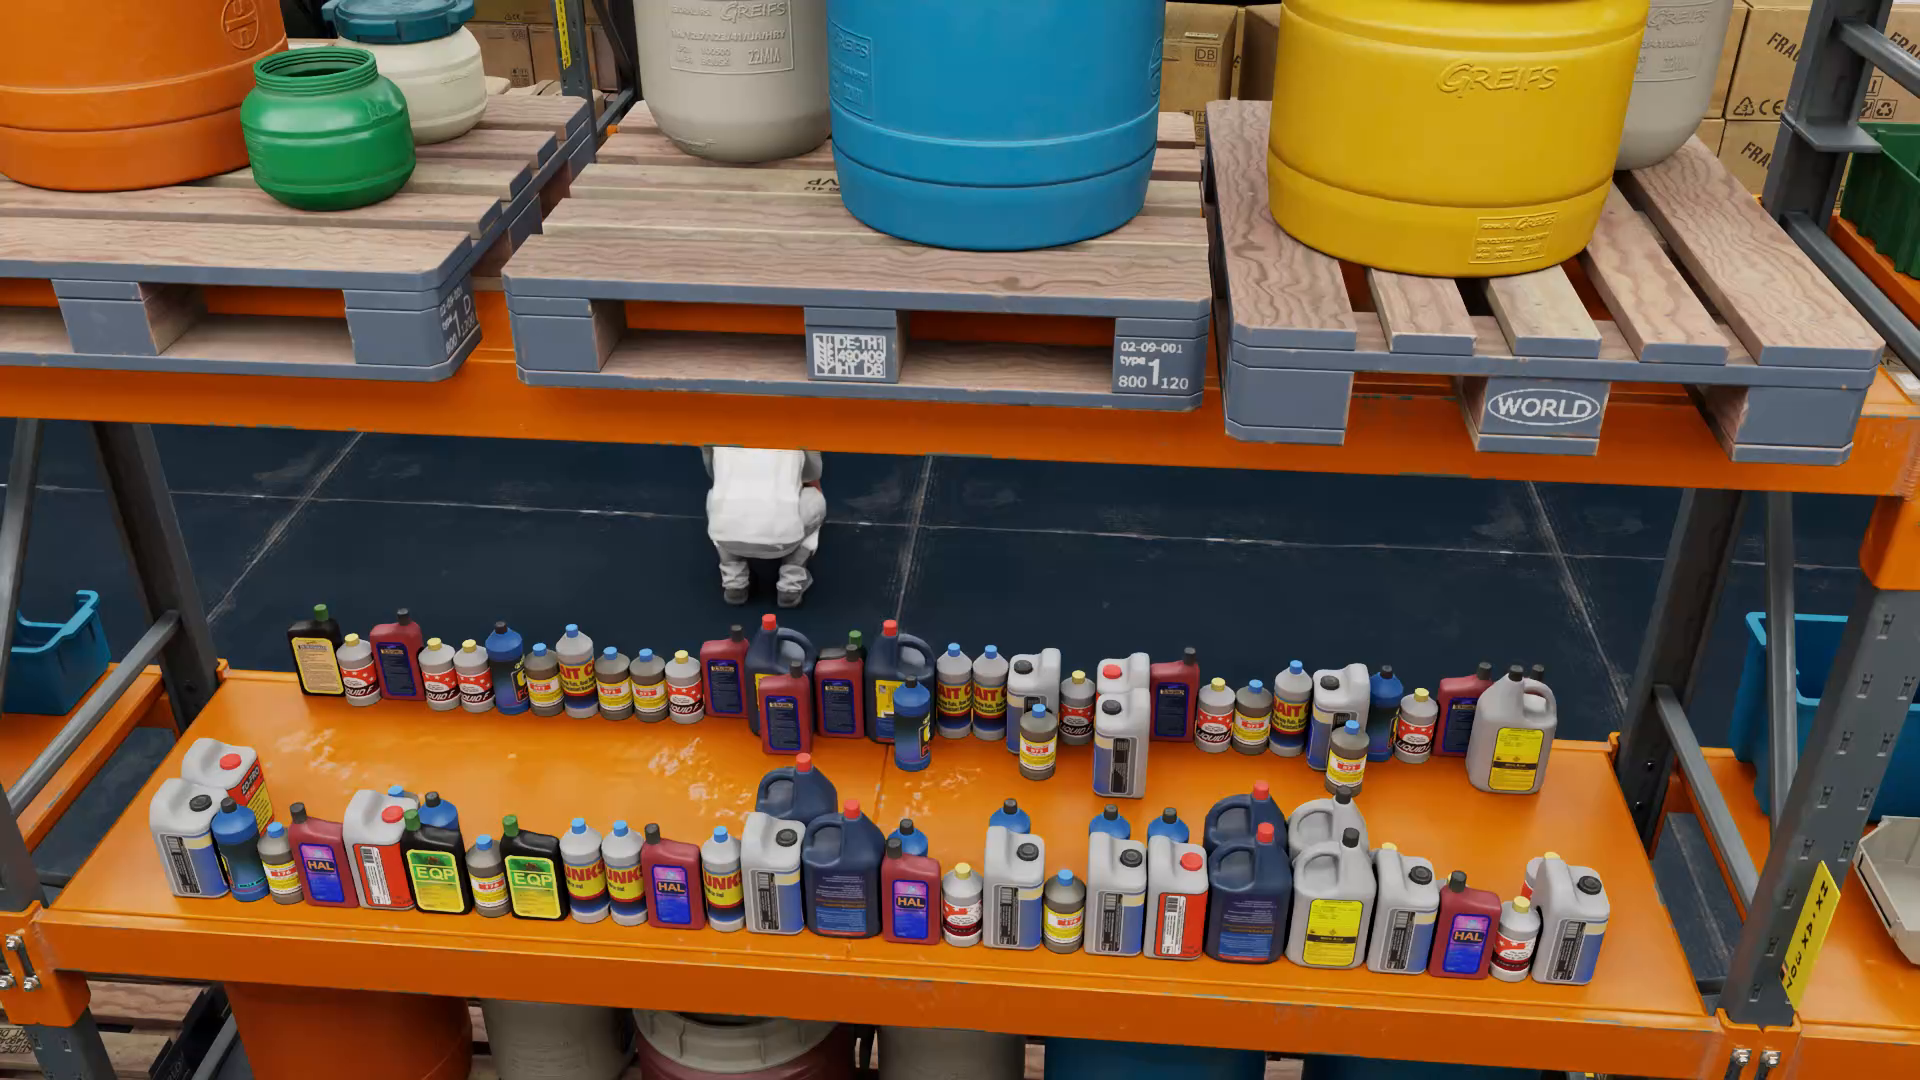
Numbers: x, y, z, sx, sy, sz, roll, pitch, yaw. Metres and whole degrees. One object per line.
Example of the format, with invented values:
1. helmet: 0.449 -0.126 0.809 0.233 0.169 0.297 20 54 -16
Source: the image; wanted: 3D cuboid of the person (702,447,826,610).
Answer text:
1. person: -0.874 -0.210 7.338 0.562 0.879 0.889 3 32 4
